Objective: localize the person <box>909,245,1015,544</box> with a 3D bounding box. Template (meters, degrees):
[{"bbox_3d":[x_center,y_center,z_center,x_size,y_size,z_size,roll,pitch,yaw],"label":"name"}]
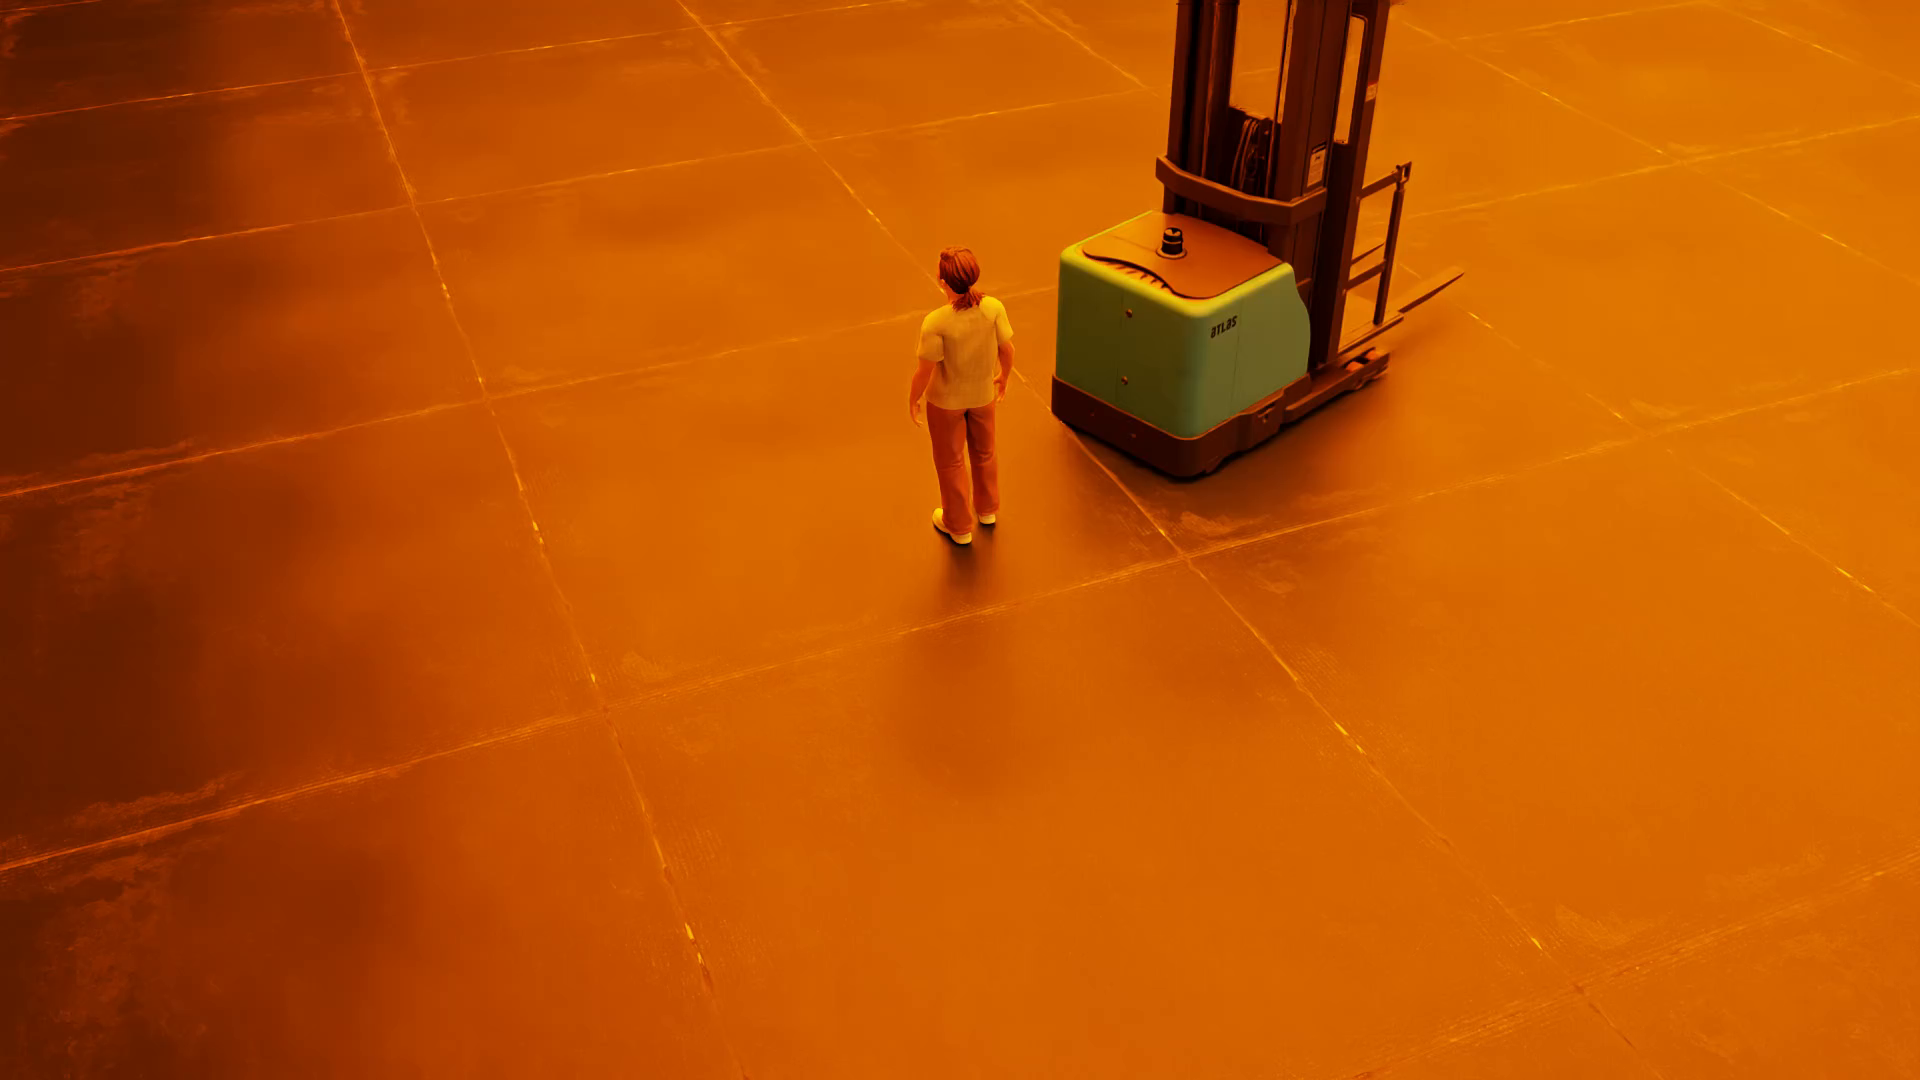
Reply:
[{"bbox_3d":[-0.018,-0.731,8.197,0.553,1.673,0.548,-14,38,-19],"label":"person"}]

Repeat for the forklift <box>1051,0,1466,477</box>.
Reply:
[{"bbox_3d":[1.931,-2.278,9.302,3.031,2.935,1.130,-29,45,-35],"label":"forklift"}]
